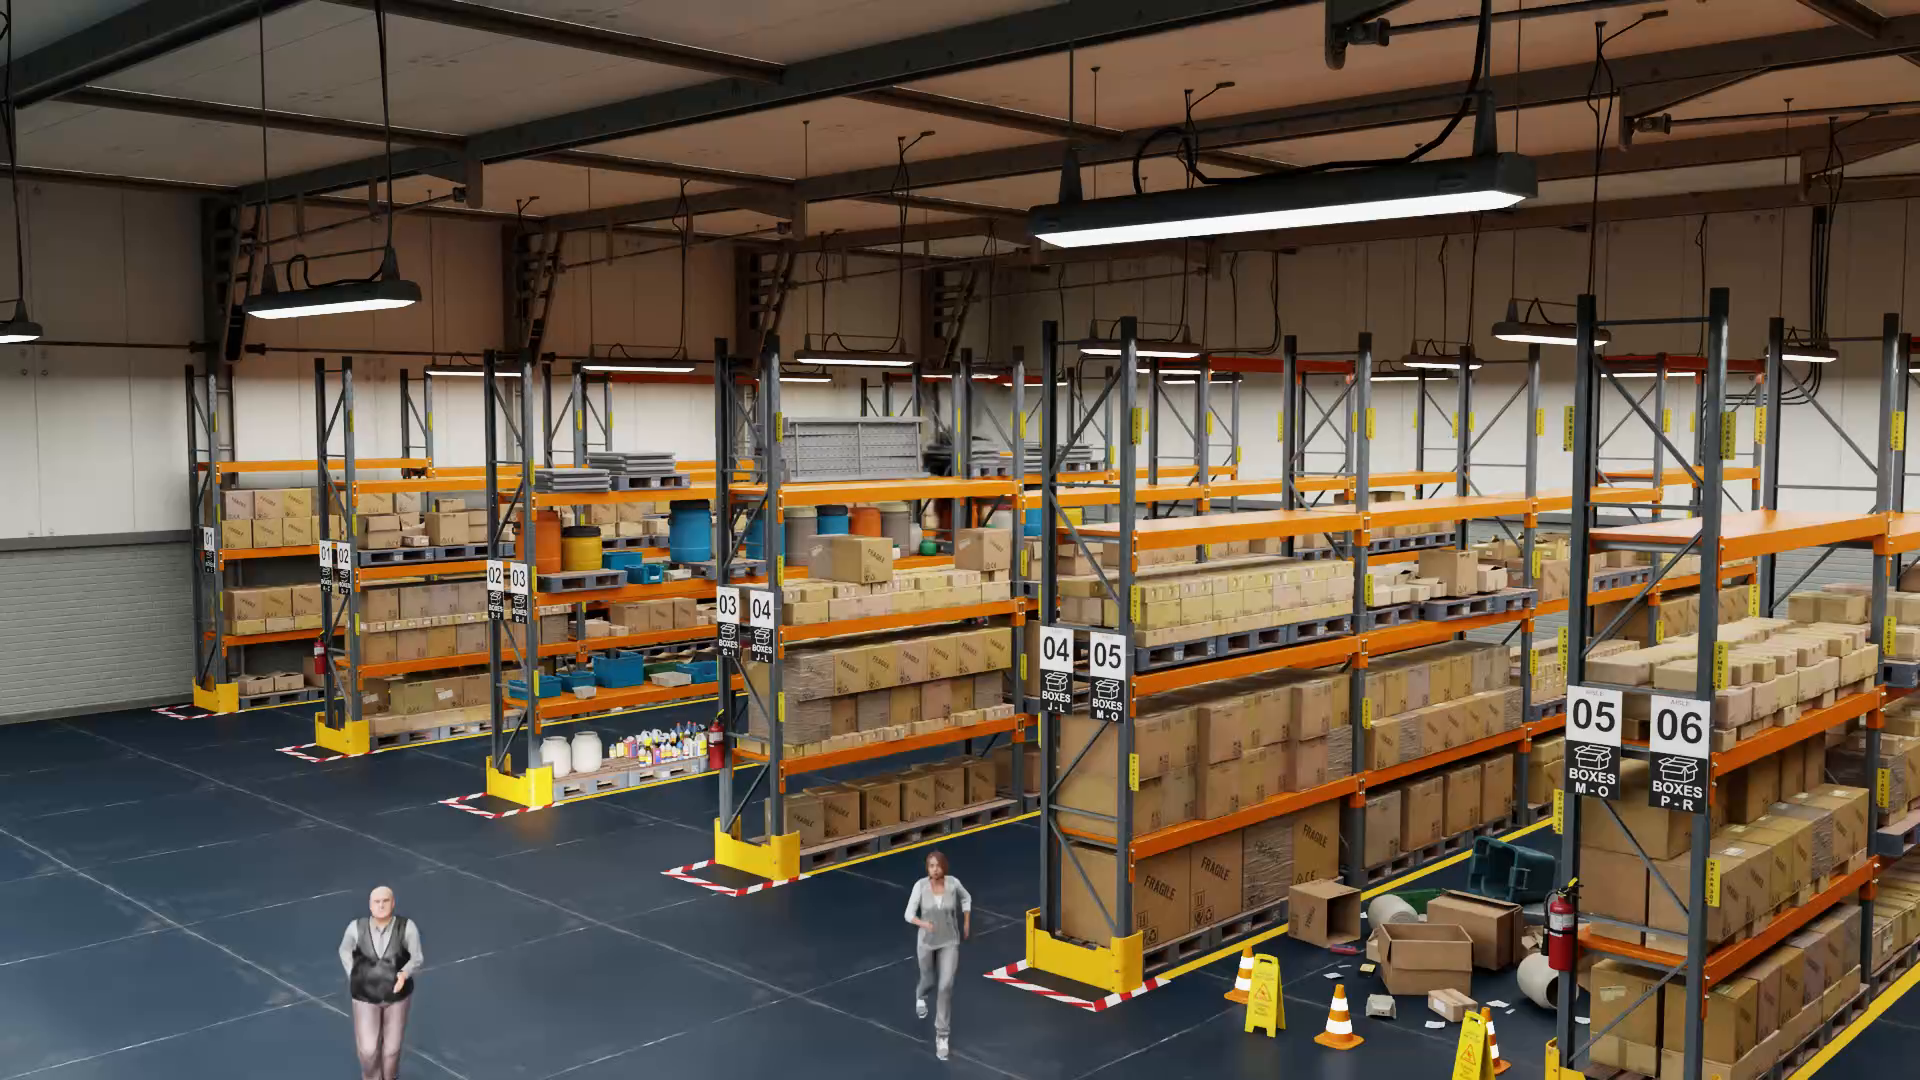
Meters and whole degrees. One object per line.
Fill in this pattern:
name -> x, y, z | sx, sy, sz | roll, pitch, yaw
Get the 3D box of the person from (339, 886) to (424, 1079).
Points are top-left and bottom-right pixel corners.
person -> -4.253, 3.375, 12.265 | 0.584, 1.672, 0.724 | -2, 5, -22

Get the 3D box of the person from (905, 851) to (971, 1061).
person -> -0.184, 3.323, 13.656 | 0.540, 1.612, 0.884 | 0, 4, -2
